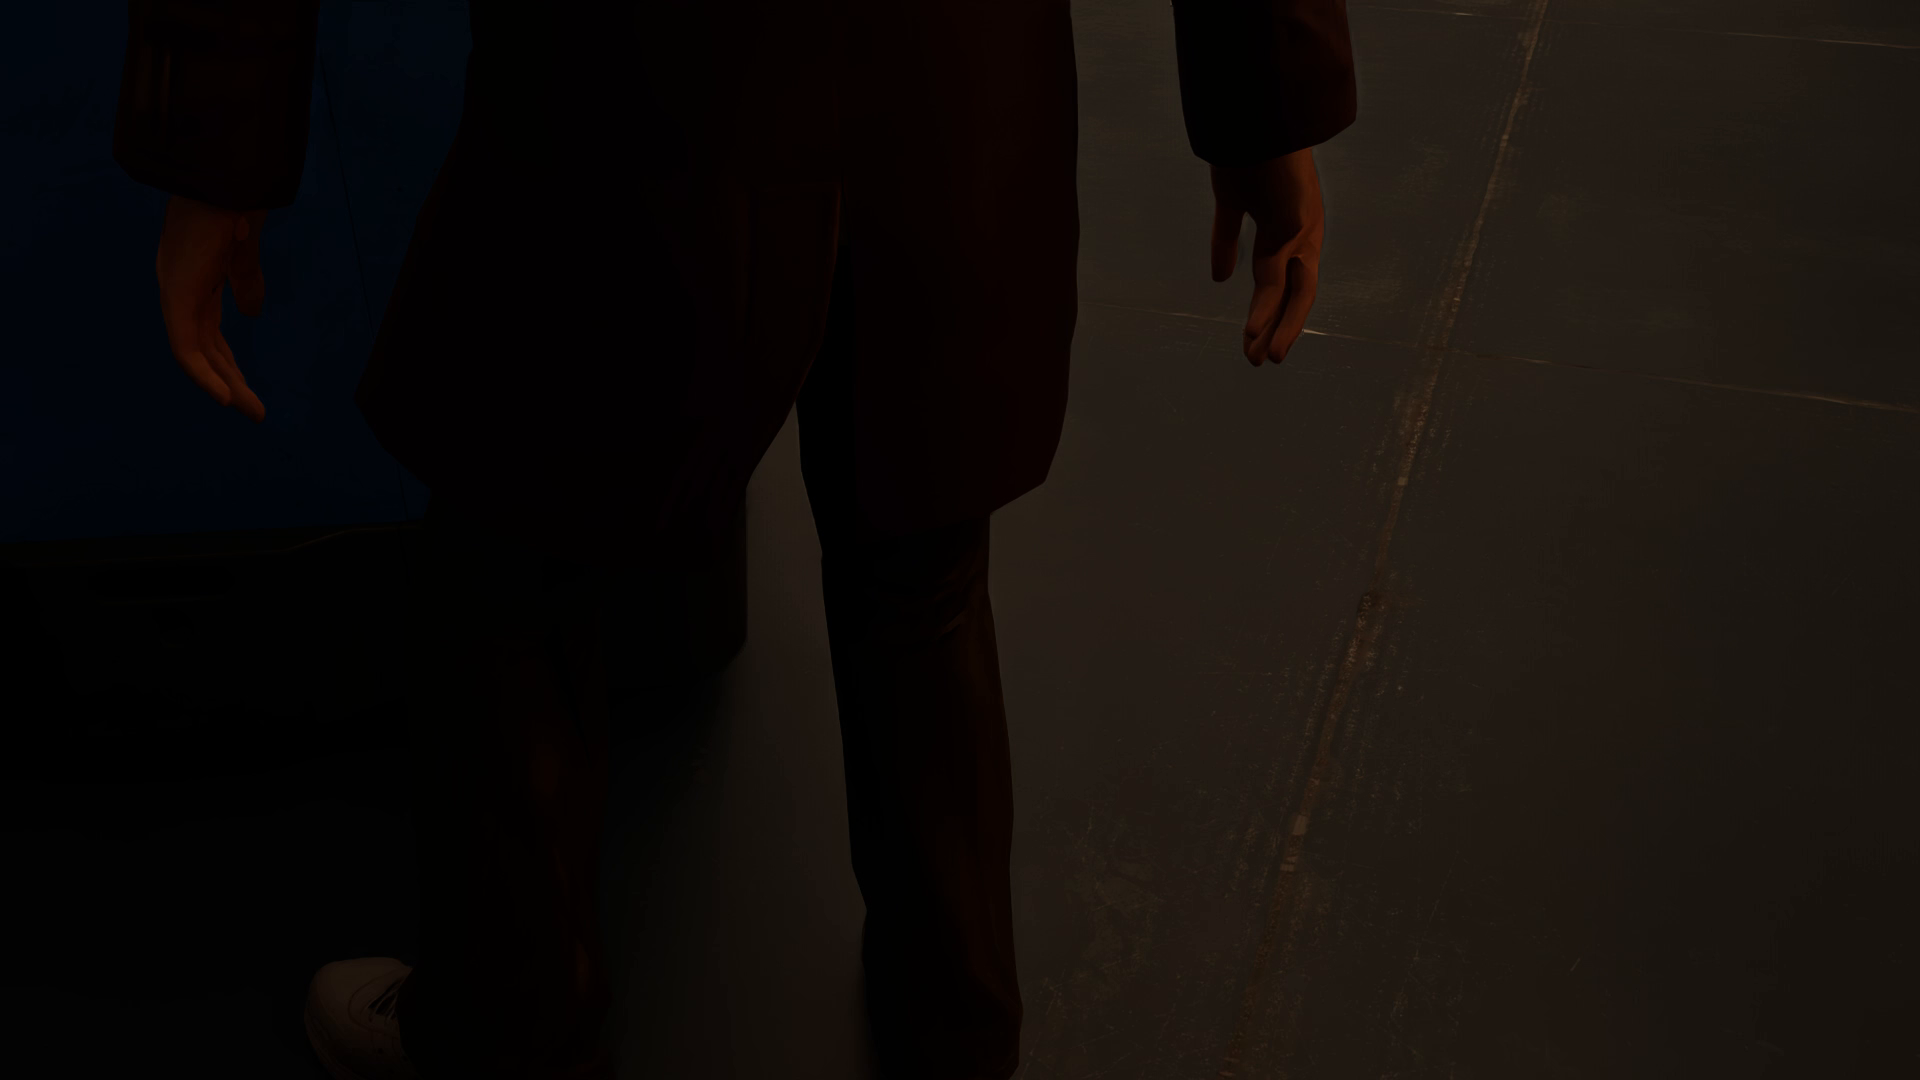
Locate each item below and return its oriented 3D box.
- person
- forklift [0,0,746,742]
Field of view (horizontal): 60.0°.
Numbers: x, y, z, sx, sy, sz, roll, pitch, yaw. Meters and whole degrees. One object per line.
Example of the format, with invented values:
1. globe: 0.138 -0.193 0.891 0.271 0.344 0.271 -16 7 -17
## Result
1. person: -0.164 -0.261 1.195 0.890 1.750 0.423 -10 31 -17
2. forklift: -1.829 -1.210 1.662 3.031 2.935 1.130 -3 30 -6
